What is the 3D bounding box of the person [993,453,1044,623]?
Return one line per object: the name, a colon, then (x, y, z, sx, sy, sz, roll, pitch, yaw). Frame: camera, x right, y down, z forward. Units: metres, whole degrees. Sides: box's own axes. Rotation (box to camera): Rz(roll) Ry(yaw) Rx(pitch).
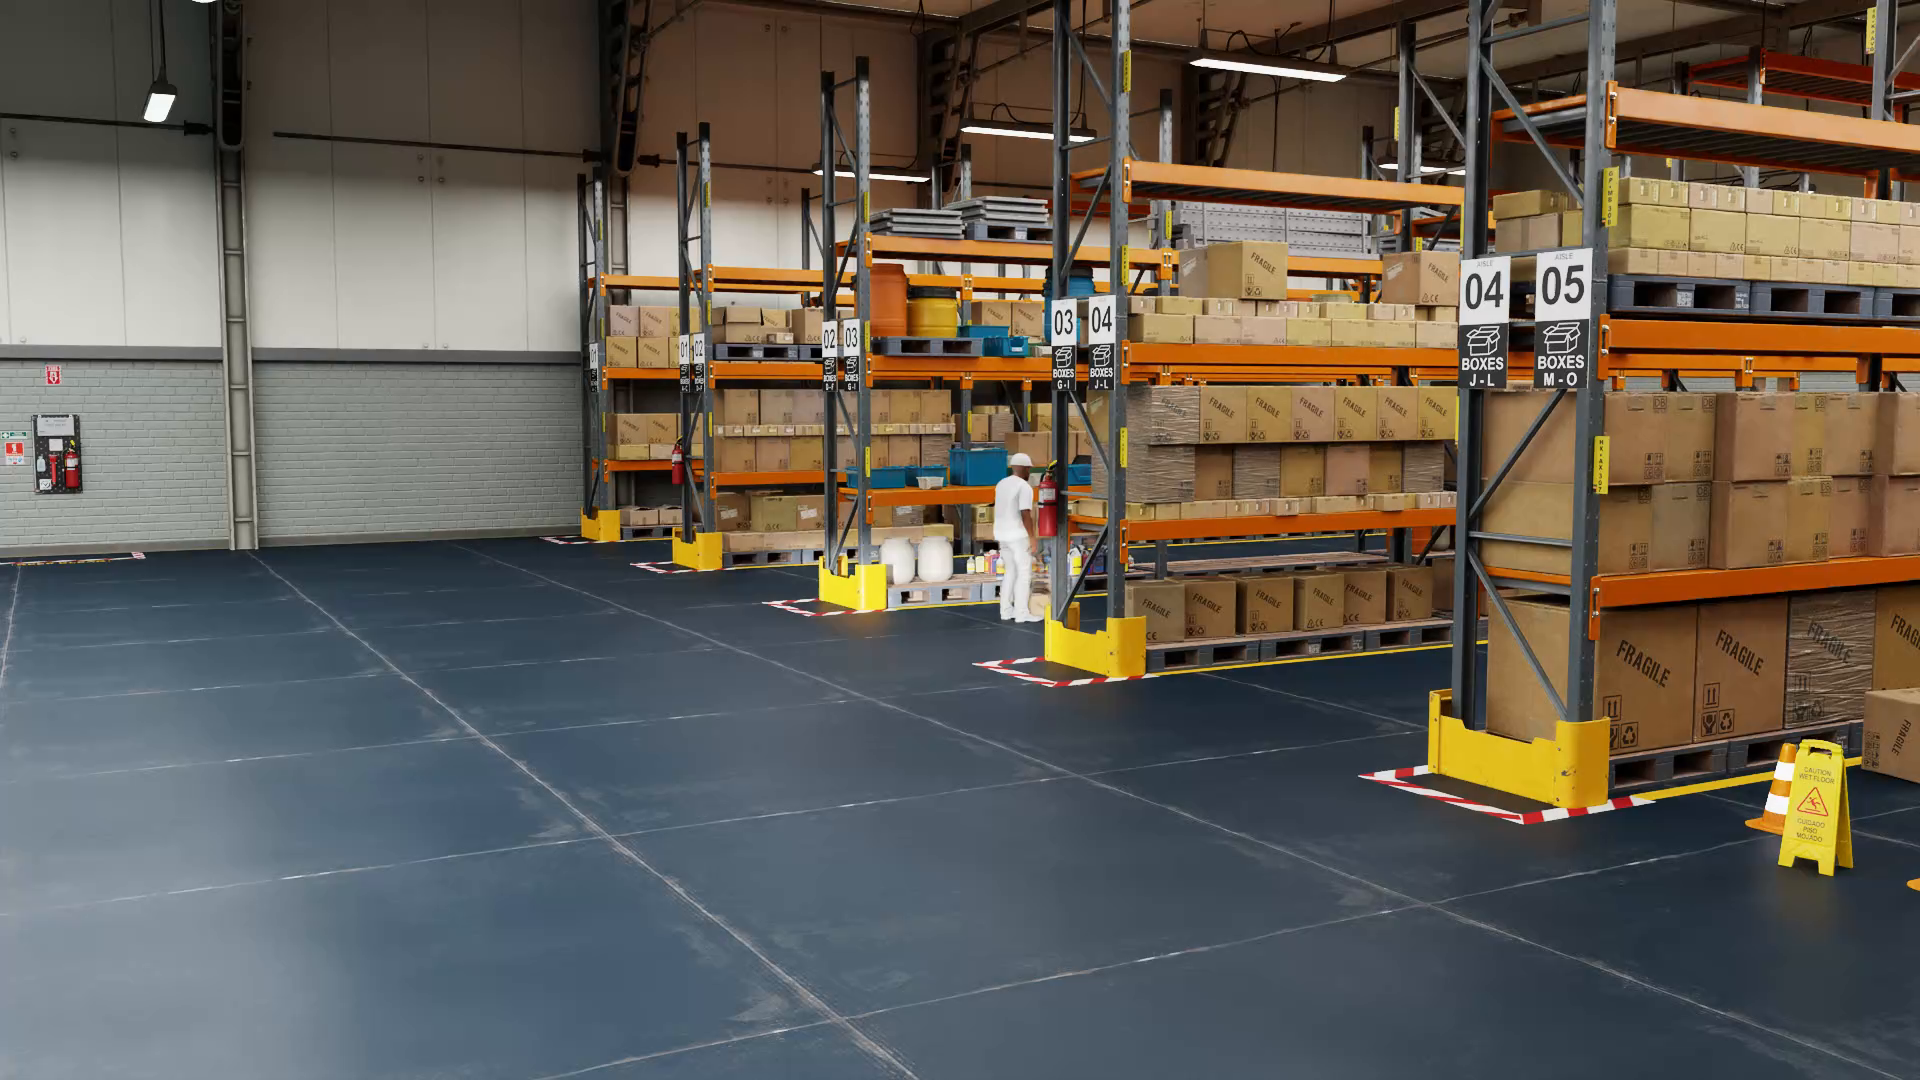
person: (0.601, -0.031, 17.519, 0.463, 1.759, 0.626, -3, 6, -31)
